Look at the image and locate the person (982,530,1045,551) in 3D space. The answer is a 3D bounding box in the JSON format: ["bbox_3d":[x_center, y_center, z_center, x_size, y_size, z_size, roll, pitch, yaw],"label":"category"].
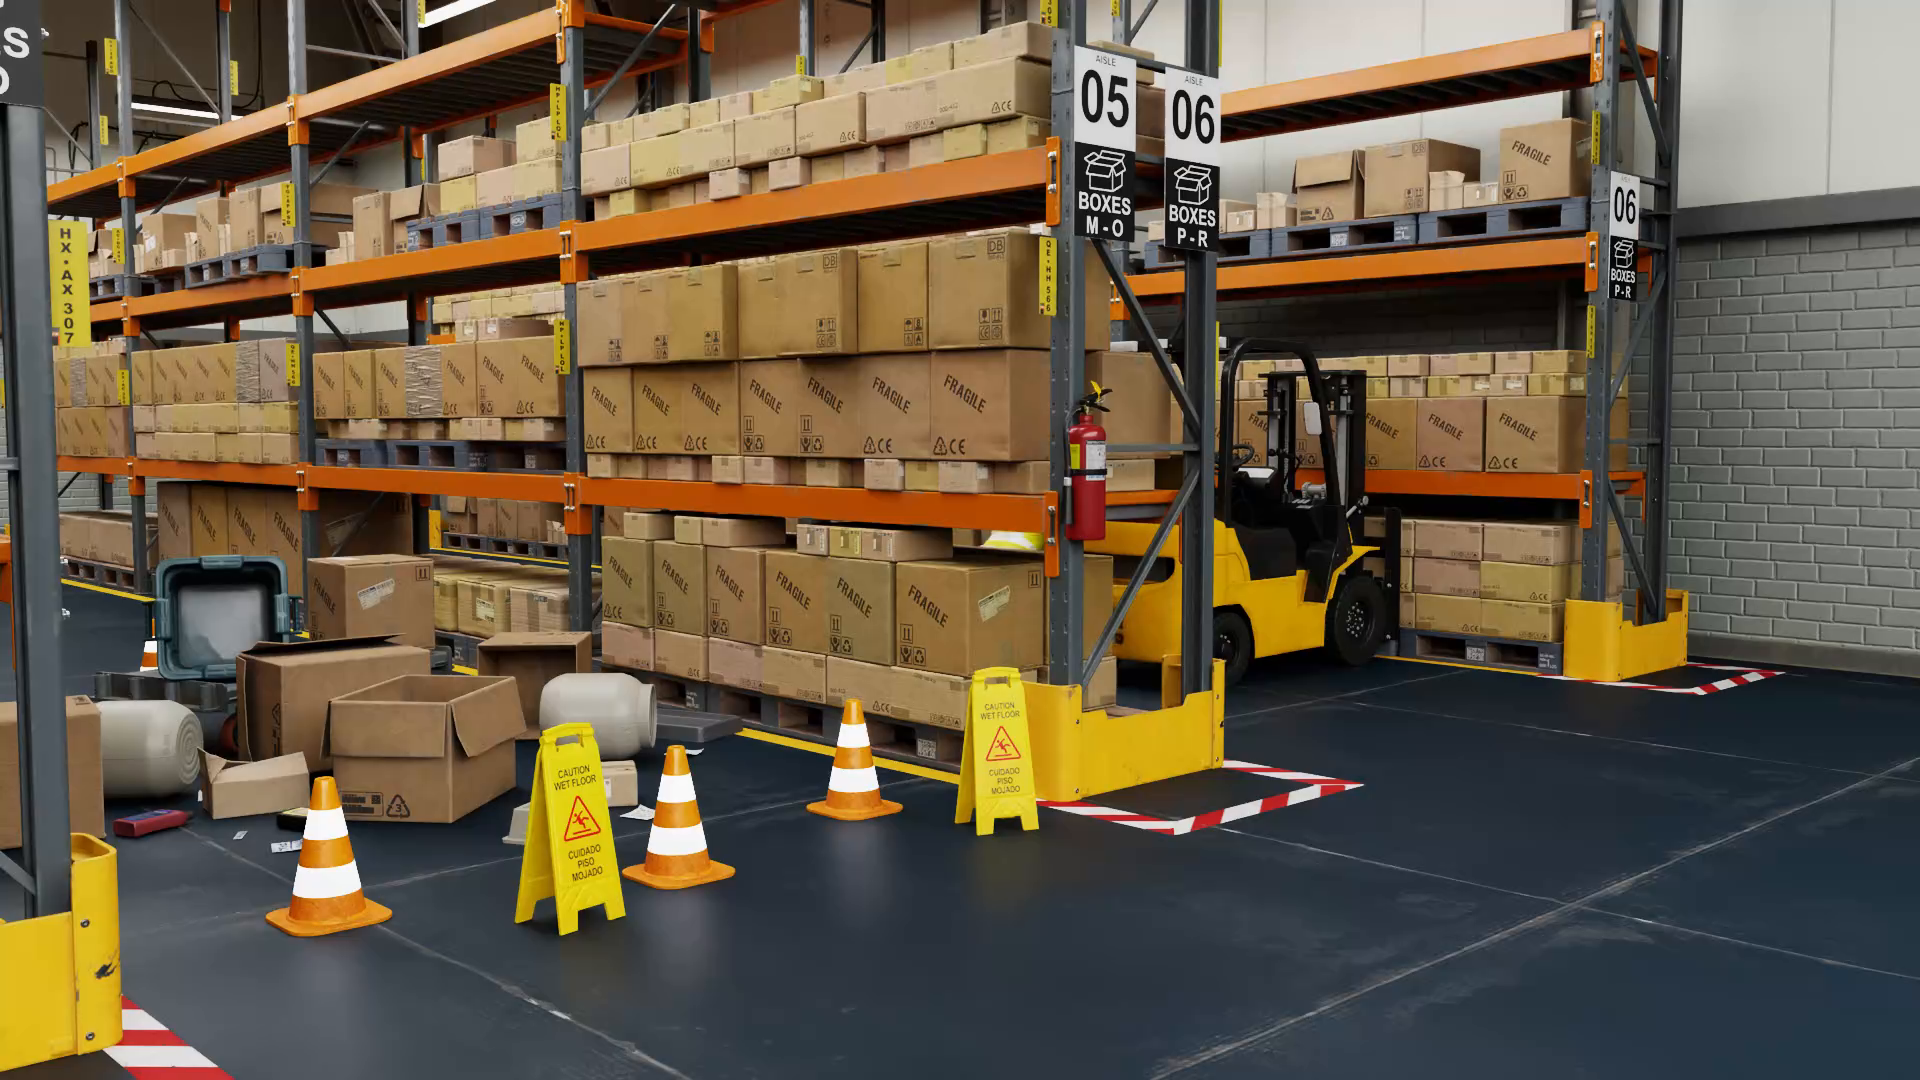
[{"bbox_3d":[0.481,0.202,12.079,0.856,1.167,0.615,-4,5,-44],"label":"person"}]
